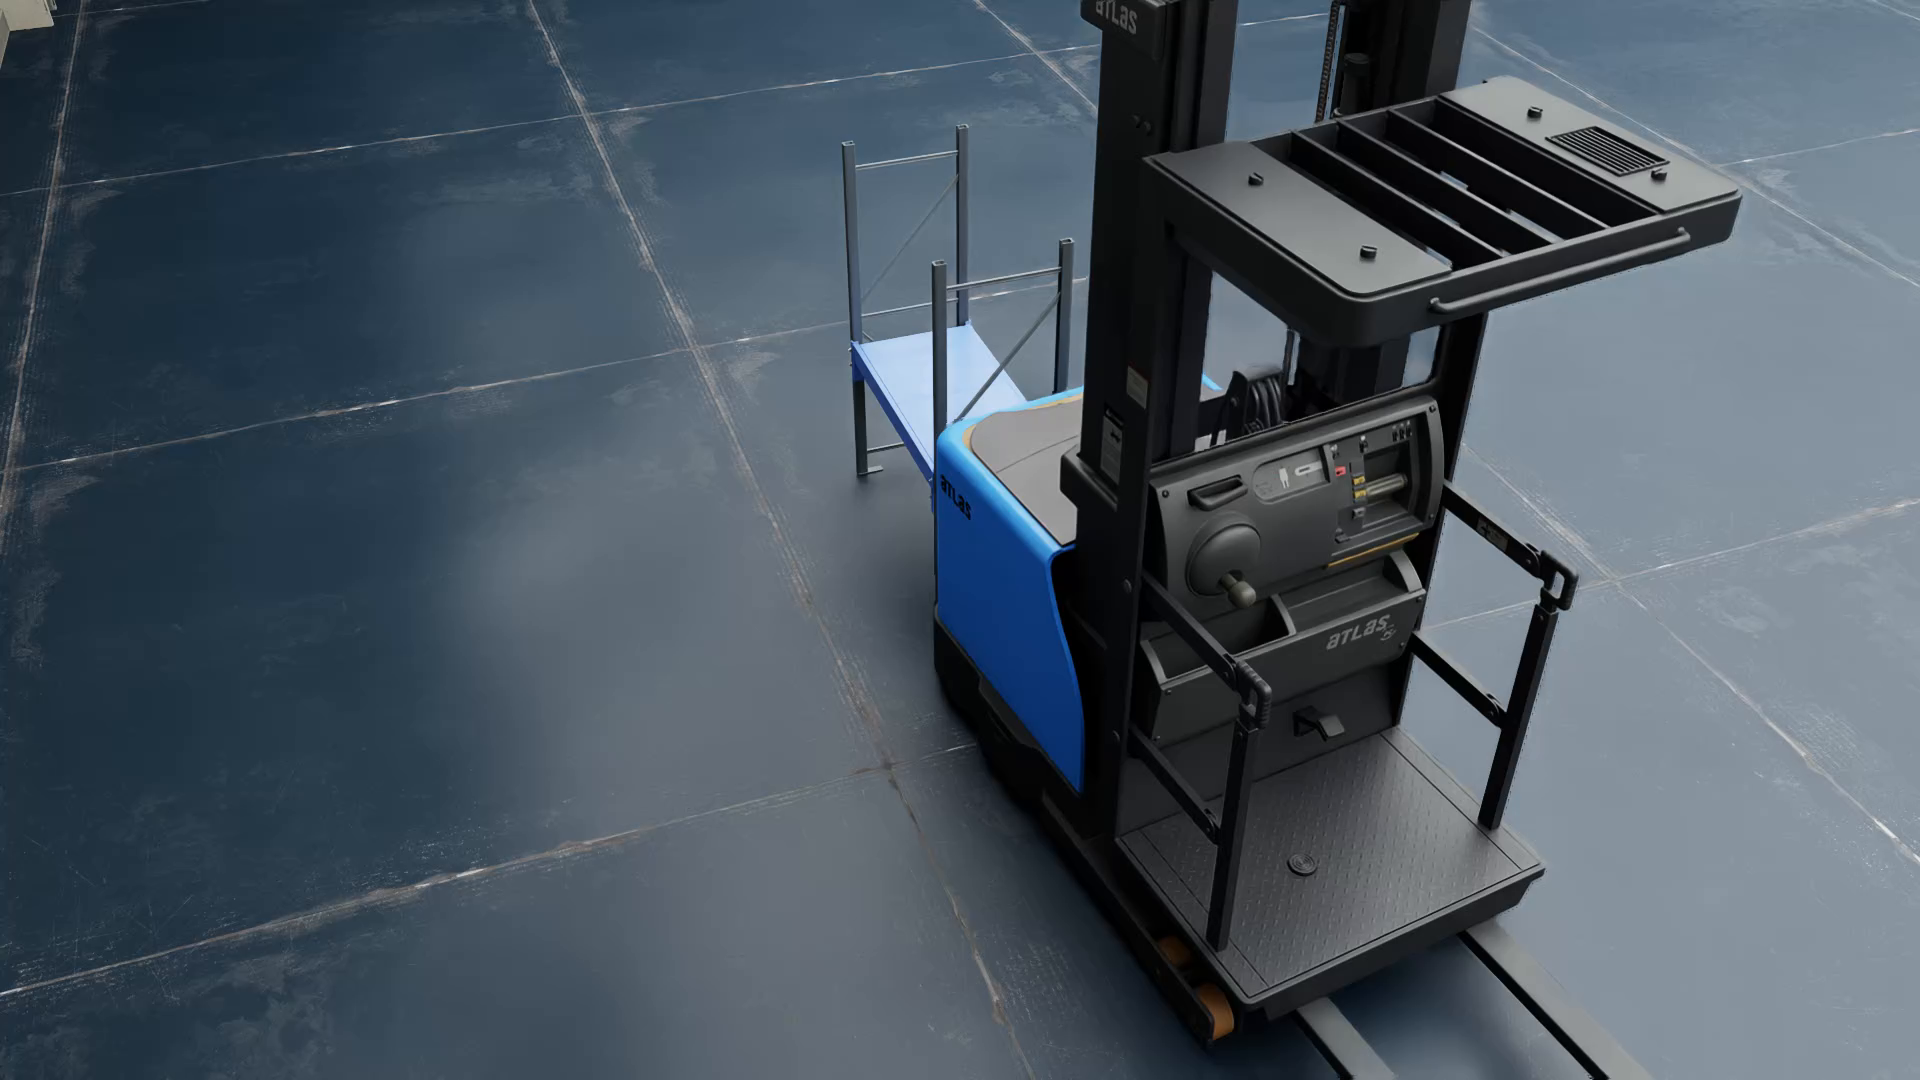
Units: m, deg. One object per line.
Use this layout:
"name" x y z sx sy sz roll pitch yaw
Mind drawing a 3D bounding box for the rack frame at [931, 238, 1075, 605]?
"rack frame" 0.146 -0.360 5.981 0.500 1.500 0.032 -12 39 -16

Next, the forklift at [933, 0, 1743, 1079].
"forklift" 1.033 -0.032 4.357 1.130 2.935 3.031 -17 40 -22

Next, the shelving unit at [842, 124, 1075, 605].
"shelving unit" -0.029 -0.647 6.363 0.538 1.500 1.048 -12 39 -16

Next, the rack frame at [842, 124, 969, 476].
"rack frame" -0.204 -0.934 6.744 0.500 1.500 0.032 -12 39 -16

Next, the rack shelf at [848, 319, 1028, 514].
"rack shelf" -0.029 -0.504 6.471 0.538 0.185 1.000 -12 39 -16
